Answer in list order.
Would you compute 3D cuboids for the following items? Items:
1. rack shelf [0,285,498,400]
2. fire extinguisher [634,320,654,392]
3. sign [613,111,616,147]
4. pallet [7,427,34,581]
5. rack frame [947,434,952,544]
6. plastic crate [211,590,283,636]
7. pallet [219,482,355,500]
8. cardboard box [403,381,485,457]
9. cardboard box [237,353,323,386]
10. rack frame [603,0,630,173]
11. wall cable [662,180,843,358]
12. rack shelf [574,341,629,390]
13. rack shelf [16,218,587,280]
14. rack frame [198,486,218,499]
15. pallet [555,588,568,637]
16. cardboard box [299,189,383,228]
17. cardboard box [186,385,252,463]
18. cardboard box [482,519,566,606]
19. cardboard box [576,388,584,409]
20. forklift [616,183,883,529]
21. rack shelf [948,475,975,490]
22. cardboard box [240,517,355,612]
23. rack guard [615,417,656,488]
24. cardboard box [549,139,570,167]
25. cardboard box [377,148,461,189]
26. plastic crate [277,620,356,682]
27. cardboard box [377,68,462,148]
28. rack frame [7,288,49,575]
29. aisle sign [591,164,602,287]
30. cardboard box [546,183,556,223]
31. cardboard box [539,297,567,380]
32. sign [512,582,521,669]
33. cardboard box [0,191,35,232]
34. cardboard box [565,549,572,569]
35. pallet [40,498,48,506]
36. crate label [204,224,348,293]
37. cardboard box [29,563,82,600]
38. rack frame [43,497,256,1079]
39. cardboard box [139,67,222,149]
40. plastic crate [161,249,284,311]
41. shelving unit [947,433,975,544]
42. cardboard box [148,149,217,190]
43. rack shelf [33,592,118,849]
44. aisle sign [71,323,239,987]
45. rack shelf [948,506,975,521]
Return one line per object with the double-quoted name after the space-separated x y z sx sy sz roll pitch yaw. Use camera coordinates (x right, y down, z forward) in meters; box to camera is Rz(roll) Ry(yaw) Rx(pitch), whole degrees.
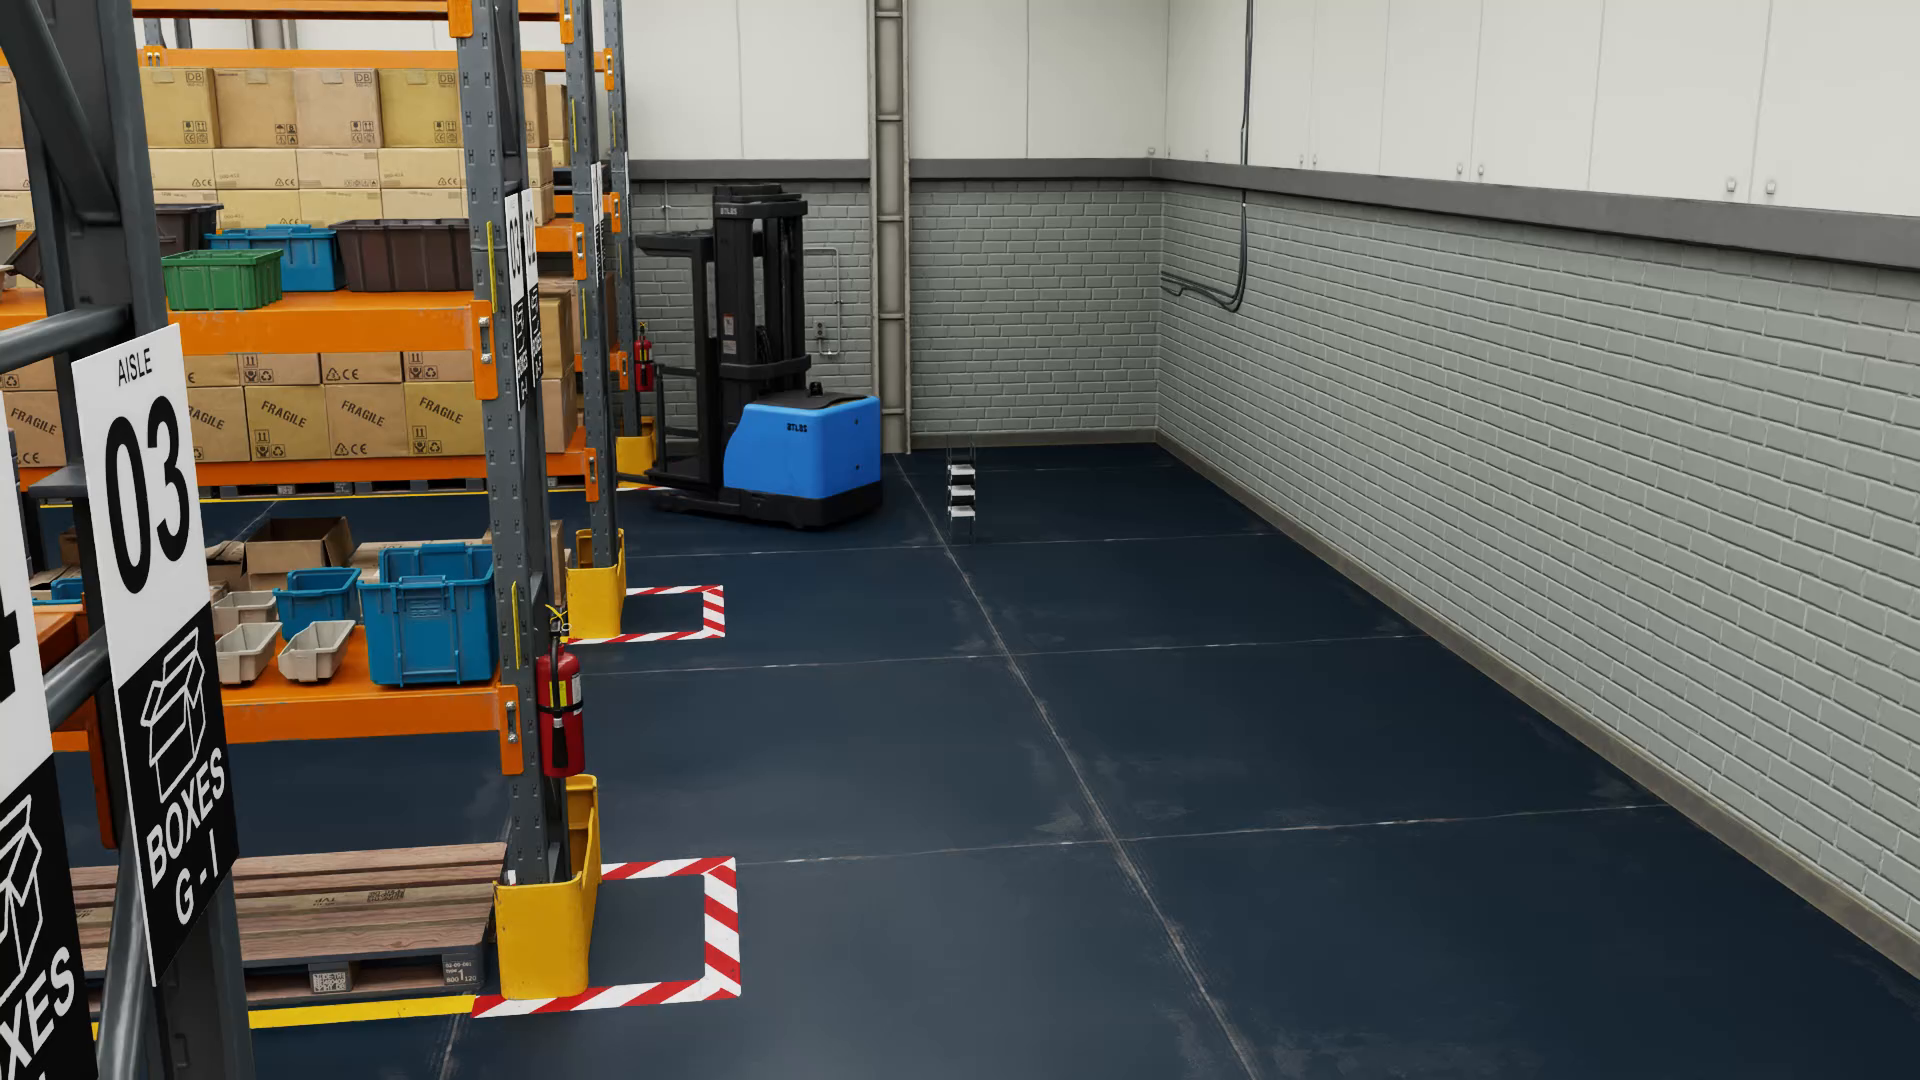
-3.784 -0.757 6.386 4.000 0.370 1.077 -2 14 -8 "rack shelf"
-3.065 -1.783 16.089 0.183 0.674 0.296 -2 14 -8 "fire extinguisher"
-3.216 -3.821 15.469 0.005 0.325 0.100 -2 14 -8 "sign"
-1.801 0.085 1.731 1.213 0.211 1.003 -2 14 -8 "pallet"
-0.093 -0.433 14.099 0.006 0.900 0.240 -2 14 -8 "rack frame"
-3.100 0.321 7.192 0.298 0.136 0.250 -2 14 -8 "plastic crate"
-6.474 -0.618 16.251 1.213 0.211 1.003 -2 14 -8 "pallet"
-3.456 -0.862 11.288 0.500 0.500 0.500 -2 14 -8 "cardboard box"
-4.459 -1.309 11.015 0.500 0.500 0.500 -2 14 -7 "cardboard box"
-3.283 -5.016 15.725 0.127 3.000 1.000 -2 14 -8 "rack frame"
-2.157 -2.873 17.424 1.851 1.984 0.084 -2 14 -8 "wall cable"
-5.260 -1.685 16.253 4.000 0.370 1.077 -2 14 -8 "rack shelf"
-4.519 -1.949 11.138 4.000 0.370 1.077 -2 14 -8 "rack shelf"
-7.238 -1.961 15.877 0.127 3.000 1.000 -2 14 -8 "rack frame"
-3.404 0.470 11.916 1.213 0.211 1.003 -2 14 -8 "pallet"
-3.998 -2.178 10.884 0.500 0.250 0.500 -2 14 -8 "cardboard box"
-4.951 -0.808 11.073 0.500 0.500 0.500 -2 14 -9 "cardboard box"
-3.042 0.163 11.640 0.500 0.500 0.500 -2 14 -8 "cardboard box"
-3.866 -1.416 16.642 0.250 0.149 0.380 -2 14 -8 "cardboard box"
-2.229 -1.763 15.226 3.031 2.935 1.130 8 16 30 "forklift"
0.008 -0.492 14.100 0.200 0.077 0.258 -2 14 -8 "rack shelf"
-4.639 0.158 11.653 0.637 0.503 0.797 -2 14 -8 "cardboard box"
-3.259 -0.895 16.762 0.348 0.500 1.175 -2 14 -8 "rack guard"
-3.967 -3.650 15.685 0.500 0.250 0.500 -2 14 -7 "cardboard box"
-3.505 -2.442 10.905 0.500 0.250 0.500 -2 14 -8 "cardboard box"
-2.586 0.448 6.686 0.243 0.136 0.396 -2 14 -8 "plastic crate"
-3.554 -2.883 11.124 0.500 0.500 0.700 -2 14 -8 "cardboard box"
-6.496 -0.770 11.126 0.127 3.000 1.000 -2 14 -8 "rack frame"
-2.428 -2.105 11.104 0.004 0.787 0.394 -2 14 -8 "aisle sign"
-3.087 -2.340 11.527 0.500 0.250 0.500 -2 14 -8 "cardboard box"
-2.940 -1.366 11.242 0.500 0.500 0.500 -2 14 -9 "cardboard box"
-1.709 0.329 6.407 0.005 0.325 0.100 -2 14 -8 "sign"
-5.979 -2.110 10.612 0.500 0.250 0.500 -2 14 -8 "cardboard box"
-3.006 0.187 12.266 0.250 0.149 0.380 -2 14 -8 "cardboard box"
-9.199 -0.518 15.853 1.213 0.211 1.003 -2 14 -8 "pallet"
-2.767 -1.151 6.782 0.502 0.251 0.408 -2 14 -8 "crate label"
-6.049 0.358 11.253 0.500 0.311 0.500 -2 14 -8 "cardboard box"
-1.069 1.468 2.202 0.127 3.000 1.000 -2 14 -8 "rack frame"
-5.012 -2.789 10.749 0.500 0.500 0.700 -2 14 -8 "cardboard box"
-2.739 -0.971 6.197 0.336 0.188 0.450 -2 14 -8 "plastic crate"
0.008 -0.437 14.114 0.210 0.900 0.258 -2 14 -8 "shelving unit"
-4.988 -2.386 10.686 0.500 0.250 0.500 -2 14 -8 "cardboard box"
-3.047 0.434 1.636 4.000 0.370 1.077 -2 14 -8 "rack shelf"
-1.042 0.132 2.184 0.004 0.787 0.394 -2 14 -8 "aisle sign"
0.008 -0.230 14.165 0.200 0.077 0.258 -2 14 -8 "rack shelf"
